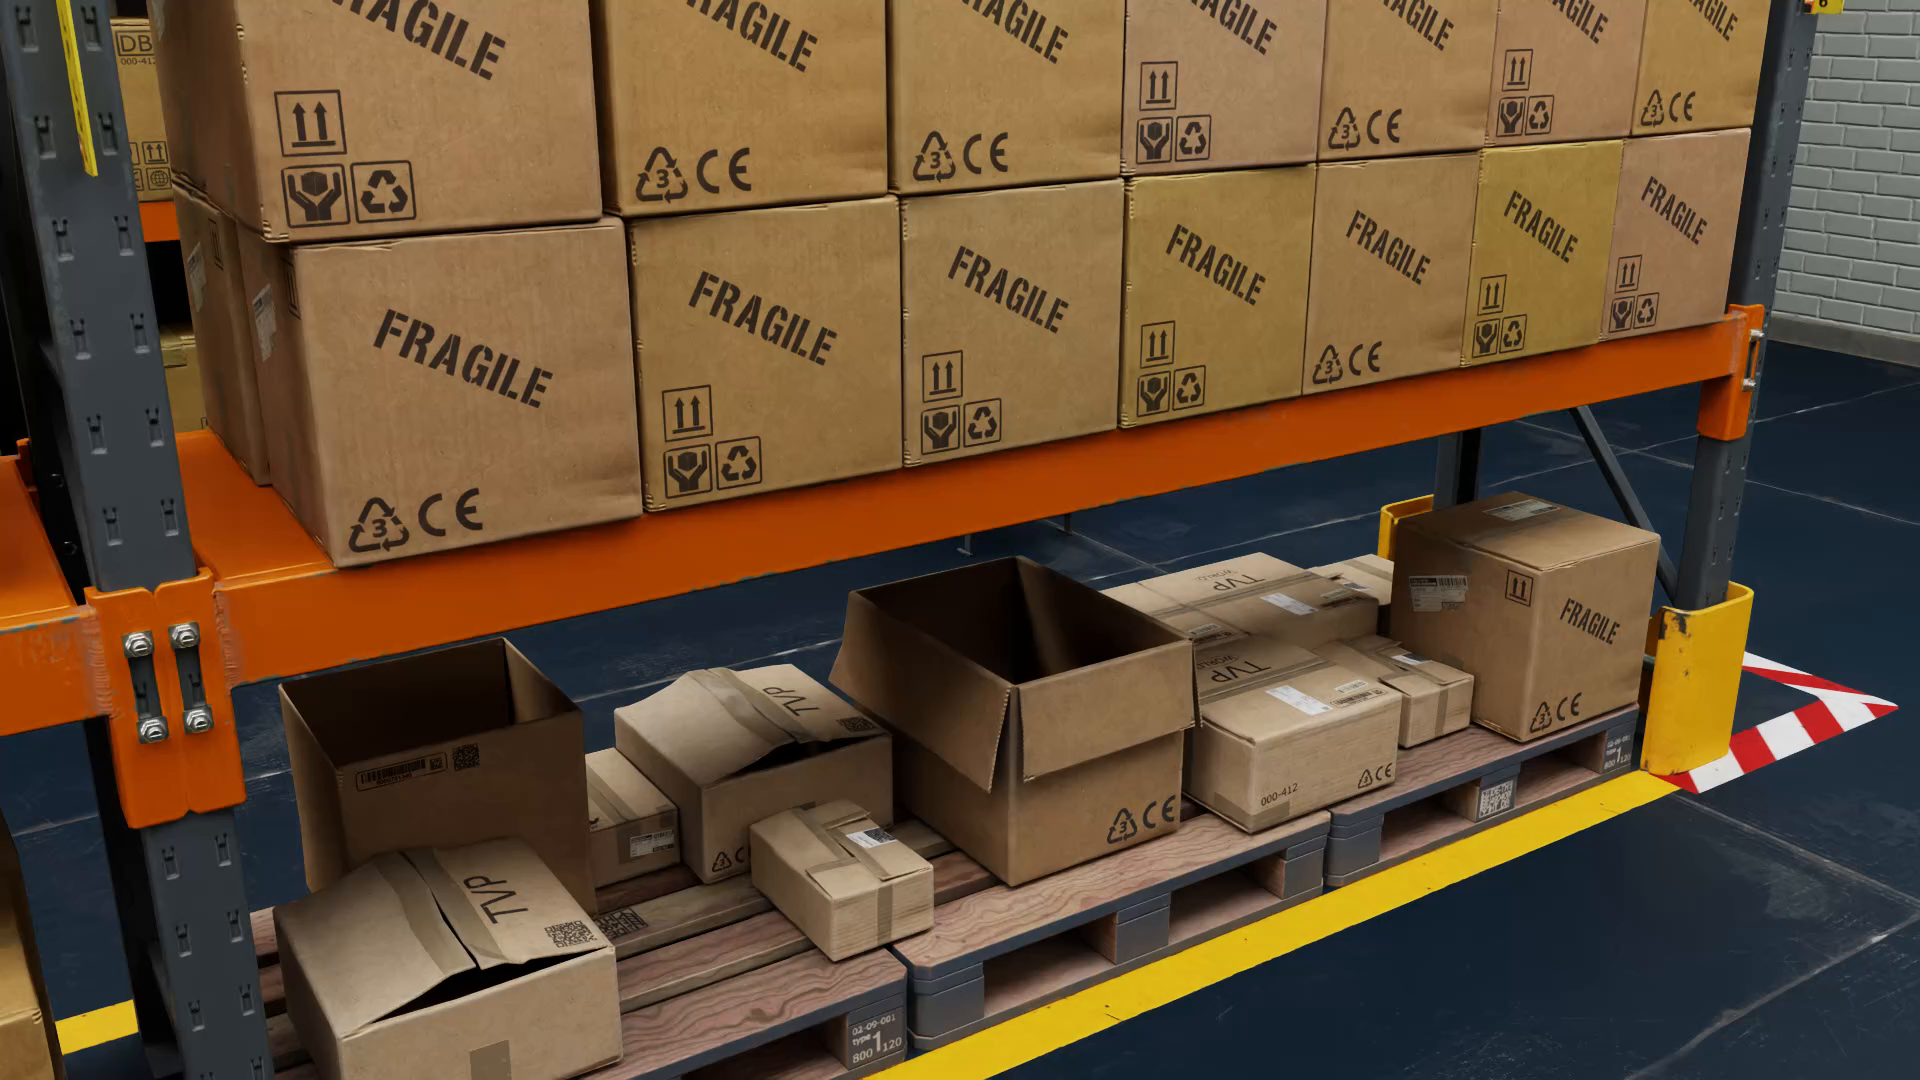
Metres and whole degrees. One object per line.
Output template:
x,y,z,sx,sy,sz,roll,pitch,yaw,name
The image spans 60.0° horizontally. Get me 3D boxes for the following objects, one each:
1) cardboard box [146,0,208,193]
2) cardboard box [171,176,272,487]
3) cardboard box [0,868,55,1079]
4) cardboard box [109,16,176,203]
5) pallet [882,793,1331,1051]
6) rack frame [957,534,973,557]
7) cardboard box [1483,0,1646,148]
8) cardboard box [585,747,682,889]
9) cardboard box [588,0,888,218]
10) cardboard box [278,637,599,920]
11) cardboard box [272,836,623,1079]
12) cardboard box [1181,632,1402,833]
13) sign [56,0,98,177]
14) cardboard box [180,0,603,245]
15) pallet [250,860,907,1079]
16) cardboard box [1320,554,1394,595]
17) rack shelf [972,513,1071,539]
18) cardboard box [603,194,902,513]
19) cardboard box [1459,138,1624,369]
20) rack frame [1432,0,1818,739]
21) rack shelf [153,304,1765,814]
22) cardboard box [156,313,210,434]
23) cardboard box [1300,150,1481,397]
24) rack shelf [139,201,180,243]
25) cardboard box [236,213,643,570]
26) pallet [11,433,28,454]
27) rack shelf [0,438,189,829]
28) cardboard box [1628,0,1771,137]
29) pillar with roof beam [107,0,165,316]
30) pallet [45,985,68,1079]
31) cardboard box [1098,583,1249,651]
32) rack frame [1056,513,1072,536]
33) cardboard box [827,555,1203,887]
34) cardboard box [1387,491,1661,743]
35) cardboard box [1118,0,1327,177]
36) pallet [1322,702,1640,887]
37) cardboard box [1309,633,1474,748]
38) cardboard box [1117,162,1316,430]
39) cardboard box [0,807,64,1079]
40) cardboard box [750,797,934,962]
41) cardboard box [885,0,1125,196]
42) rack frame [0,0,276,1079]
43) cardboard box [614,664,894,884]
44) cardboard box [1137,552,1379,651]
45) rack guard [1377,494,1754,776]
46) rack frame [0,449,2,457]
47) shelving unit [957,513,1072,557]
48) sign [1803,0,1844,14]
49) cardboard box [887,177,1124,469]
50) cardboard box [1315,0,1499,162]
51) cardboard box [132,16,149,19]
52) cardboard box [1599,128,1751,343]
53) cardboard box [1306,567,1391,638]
-1.169,-0.913,3.045,0.500,0.500,0.500,-12,22,-31,cardboard box
-1.173,-0.438,3.201,0.500,0.500,0.500,-11,22,-31,cardboard box
-1.704,0.905,2.599,0.500,0.500,0.500,-12,22,-32,cardboard box
-3.715,-1.792,6.892,0.700,0.700,0.980,-12,22,-31,cardboard box
0.145,0.750,4.197,1.213,0.211,1.003,-12,22,-31,pallet
-0.066,-0.981,6.368,0.015,2.100,0.400,-12,22,-31,rack frame
1.250,-1.218,3.948,0.500,0.500,0.500,-11,22,-30,cardboard box
-0.849,0.650,3.904,0.250,0.149,0.380,-12,22,-31,cardboard box
-0.470,-0.854,2.869,0.500,0.500,0.500,-13,22,-33,cardboard box
-1.129,0.566,3.605,0.500,0.500,0.500,-12,22,-31,cardboard box
-0.979,0.815,3.161,0.500,0.311,0.500,-12,22,-31,cardboard box
0.763,0.477,4.258,0.500,0.250,0.500,-12,22,-31,cardboard box
-1.141,-0.635,2.131,0.005,0.325,0.100,-12,22,-31,sign
-0.901,-0.763,2.600,0.500,0.500,0.500,-11,22,-30,cardboard box
-0.875,0.966,3.557,1.213,0.211,1.003,-12,22,-31,pallet
1.353,0.185,5.277,0.250,0.149,0.380,-12,22,-31,cardboard box
0.138,-0.348,6.723,0.480,0.518,0.431,-12,22,-31,rack shelf
-0.448,-0.389,3.057,0.500,0.500,0.500,-11,22,-30,cardboard box
1.236,-0.742,4.100,0.500,0.500,0.500,-12,22,-31,cardboard box
1.892,-0.939,4.837,0.127,3.000,1.000,-12,22,-31,rack frame
0.221,-0.245,3.911,4.000,0.370,1.077,-12,22,-31,rack shelf
-3.496,-0.677,7.312,0.500,0.500,0.700,-12,22,-31,cardboard box
0.816,-0.655,3.844,0.500,0.500,0.500,-12,22,-31,cardboard box
-2.506,-1.570,7.828,4.000,0.370,1.077,-12,22,-31,rack shelf
-0.873,-0.298,2.787,0.500,0.500,0.500,-11,22,-30,cardboard box
-3.498,-0.350,7.452,1.213,0.211,1.003,-12,22,-31,pallet
-3.119,0.459,1.827,4.000,0.370,1.077,-12,22,-31,rack shelf
1.671,-1.308,4.212,0.500,0.500,0.500,-12,22,-32,cardboard box
-1.700,-3.604,3.353,0.400,9.000,9.100,-12,22,-31,pillar with roof beam
-2.108,1.240,2.746,1.213,0.211,1.003,-12,22,-31,pallet
0.446,0.352,4.627,0.500,0.250,0.500,-12,22,-31,cardboard box
0.342,-1.067,6.622,0.015,2.100,0.400,-12,22,-31,rack frame
0.117,0.408,4.066,0.637,0.503,0.797,-12,22,-31,cardboard box
1.573,0.199,4.689,0.500,0.500,0.500,-12,22,-31,cardboard box
0.390,-1.035,3.407,0.500,0.500,0.500,-11,22,-30,cardboard box
1.163,0.537,4.828,1.213,0.211,1.003,-12,22,-31,pallet
1.185,0.404,4.603,0.250,0.166,0.380,-12,22,-31,cardboard box
0.395,-0.567,3.582,0.500,0.500,0.500,-12,22,-32,cardboard box
-1.987,0.762,3.024,0.500,0.500,0.500,-13,23,-34,cardboard box
-0.263,0.729,3.643,0.250,0.166,0.380,-12,22,-31,cardboard box
-0.040,-0.944,3.137,0.500,0.500,0.500,-13,22,-33,cardboard box
-1.449,-0.234,2.753,0.127,3.000,1.000,-12,22,-31,rack frame
-0.503,0.523,4.026,0.500,0.311,0.500,-12,22,-31,cardboard box
0.864,0.264,4.888,0.500,0.250,0.500,-12,22,-31,cardboard box
1.828,0.259,5.198,0.348,0.500,1.175,-12,22,-31,rack guard
-4.177,-1.558,6.671,0.127,3.000,1.000,-12,22,-31,rack frame
0.138,-1.024,6.495,0.503,2.100,0.431,-12,22,-31,shelving unit
2.180,-1.485,4.152,0.005,0.325,0.100,-12,22,-31,sign
-0.029,-0.477,3.315,0.500,0.500,0.500,-12,22,-32,cardboard box
0.819,-1.126,3.674,0.500,0.500,0.500,-11,22,-30,cardboard box
-3.102,-1.919,7.268,0.700,0.700,0.980,-13,22,-33,cardboard box
1.667,-0.834,4.373,0.500,0.500,0.500,-11,22,-30,cardboard box
1.144,0.221,5.144,0.250,0.166,0.380,-12,22,-31,cardboard box
